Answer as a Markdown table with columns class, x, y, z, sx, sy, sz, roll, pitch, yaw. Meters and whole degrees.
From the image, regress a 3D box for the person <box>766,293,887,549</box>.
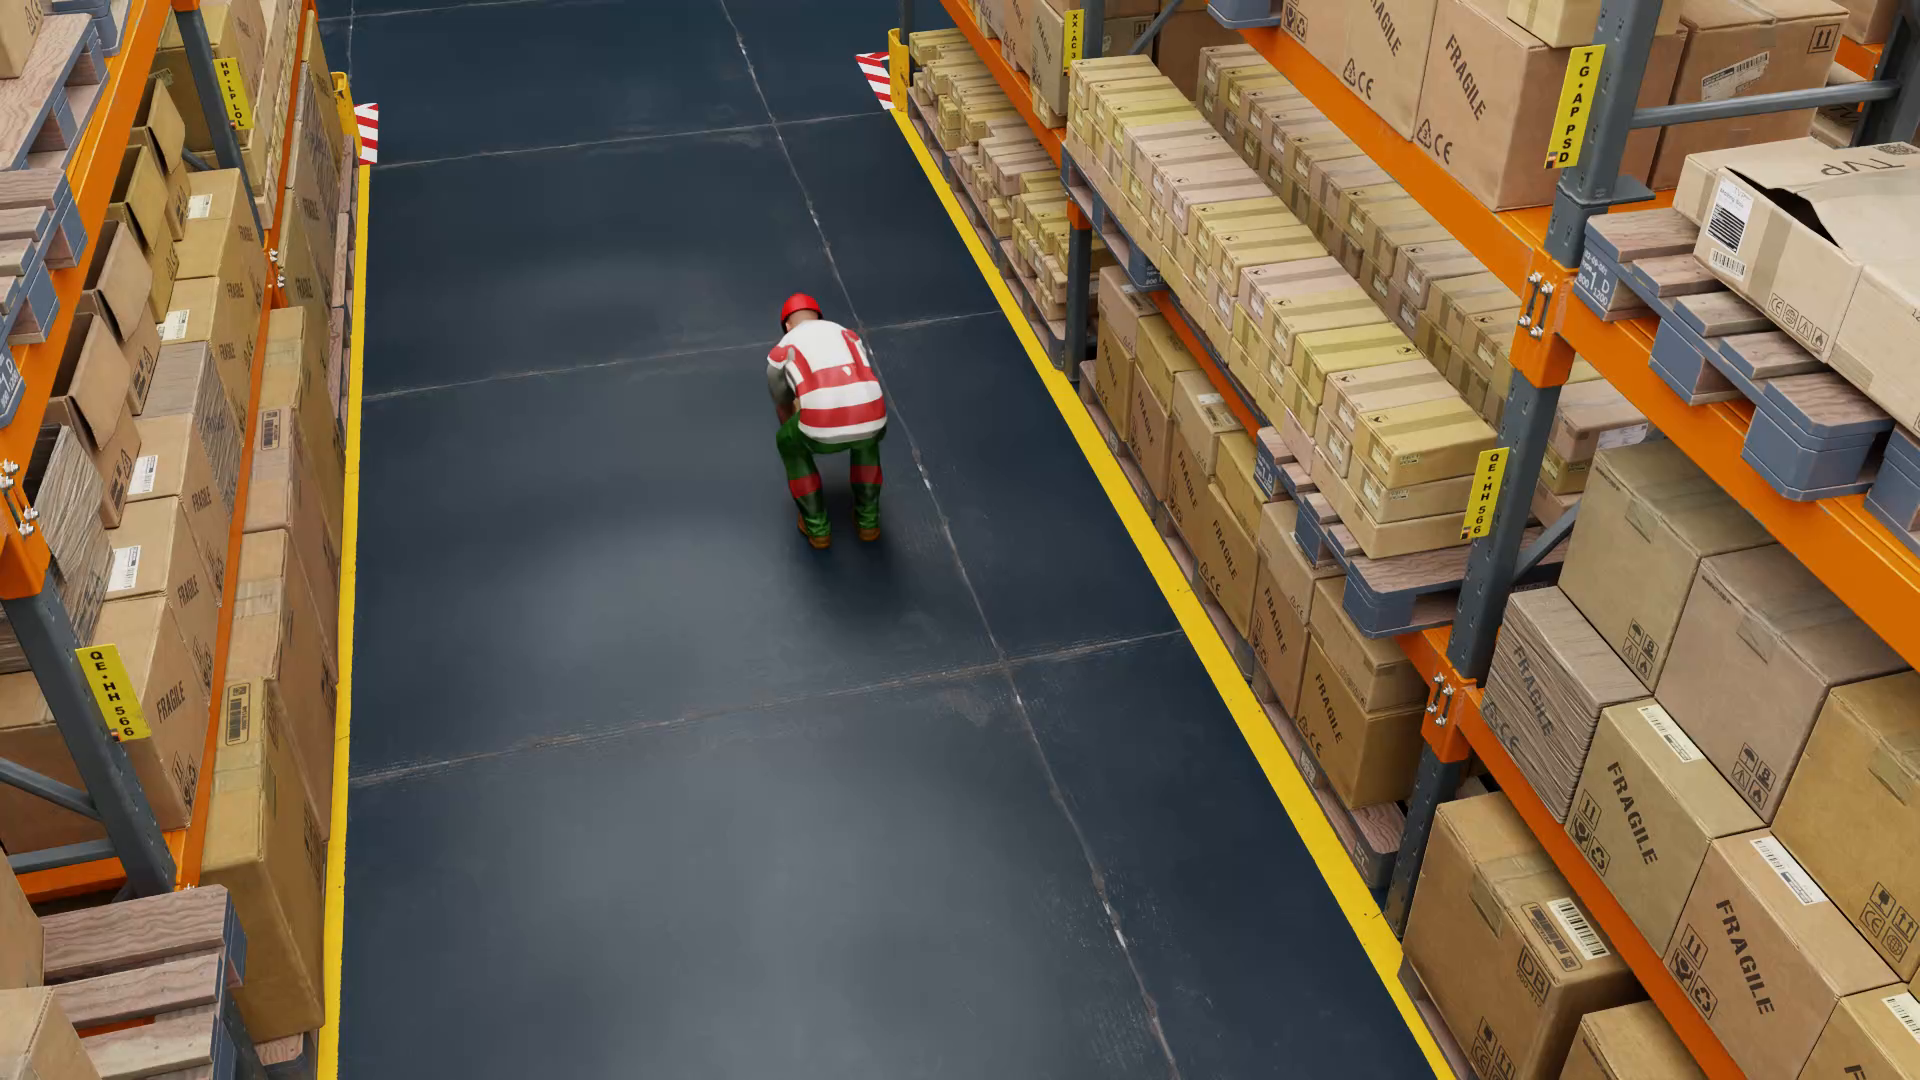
| class | x | y | z | sx | sy | sz | roll | pitch | yaw |
| --- | --- | --- | --- | --- | --- | --- | --- | --- | --- |
| person | -0.645 | -0.558 | 8.033 | 0.533 | 1.026 | 0.958 | -11 | 39 | -14 |
